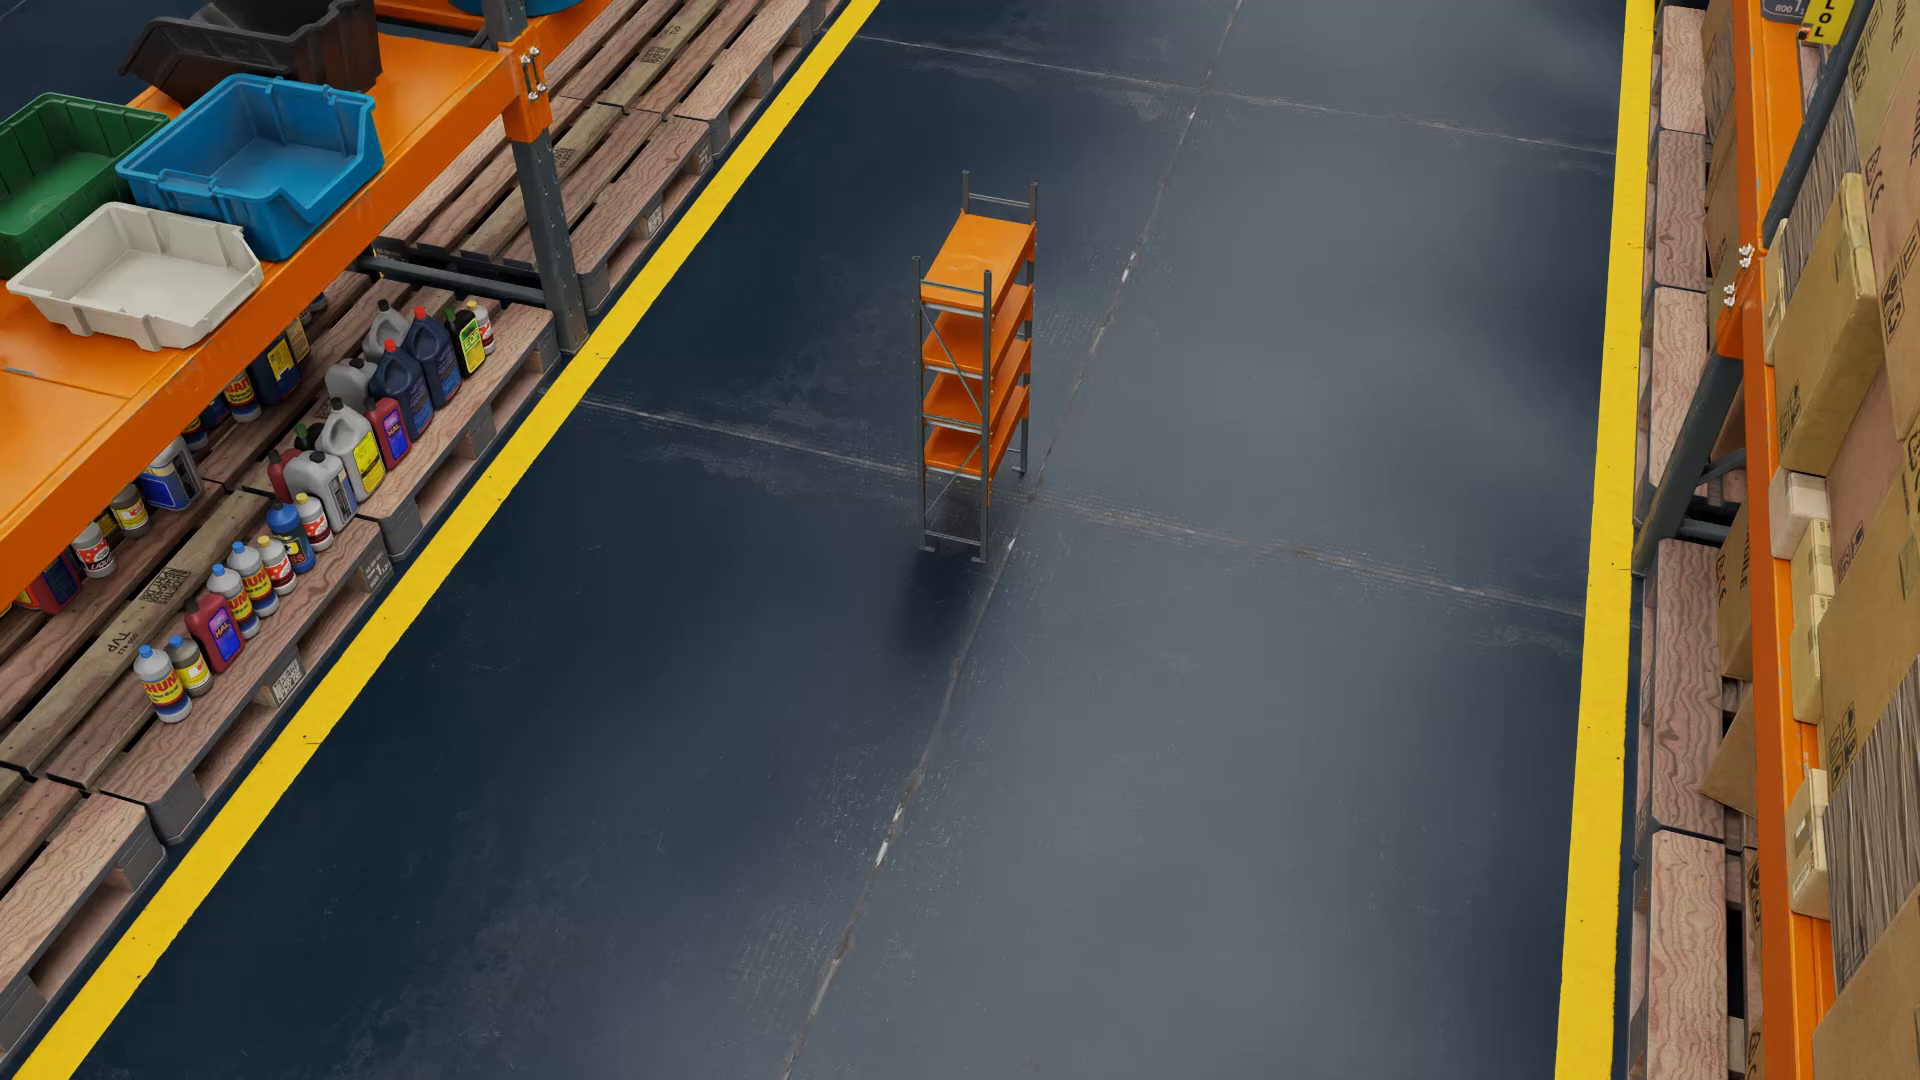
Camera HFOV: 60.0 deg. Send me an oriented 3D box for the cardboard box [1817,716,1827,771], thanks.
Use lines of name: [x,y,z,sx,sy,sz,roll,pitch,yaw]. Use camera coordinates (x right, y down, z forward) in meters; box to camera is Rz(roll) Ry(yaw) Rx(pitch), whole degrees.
cardboard box: [1.939,0.462,3.313,0.380,0.149,0.250,13,46,13]

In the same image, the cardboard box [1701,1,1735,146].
cardboard box: [3.636,-1.993,7.115,0.700,0.500,0.500,9,45,9]

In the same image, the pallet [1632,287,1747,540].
pallet: [2.999,-0.409,6.017,1.003,0.211,1.213,13,46,13]

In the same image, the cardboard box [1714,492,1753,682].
cardboard box: [2.605,0.115,4.974,0.500,0.500,0.500,11,45,11]

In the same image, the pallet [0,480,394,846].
pallet: [-2.567,0.316,5.276,1.003,0.211,1.213,13,46,13]

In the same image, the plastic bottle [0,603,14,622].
plastic bottle: [-3.011,0.146,5.084,0.061,0.283,0.133,14,46,13]

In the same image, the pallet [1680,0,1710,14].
pallet: [4.286,-3.065,8.732,1.003,0.211,1.213,13,46,13]

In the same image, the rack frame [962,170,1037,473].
rack frame: [0.124,-0.702,5.609,0.240,1.200,0.015,13,46,13]

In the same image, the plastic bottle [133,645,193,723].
plastic bottle: [-2.321,0.406,4.826,0.097,0.271,0.097,0,44,0]

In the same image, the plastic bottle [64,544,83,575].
plastic bottle: [-2.885,-0.024,5.263,0.152,0.276,0.135,11,46,11]

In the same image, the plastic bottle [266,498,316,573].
plastic bottle: [-2.126,-0.024,5.266,0.097,0.271,0.097,0,44,0]

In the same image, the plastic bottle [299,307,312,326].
plastic bottle: [-2.501,-0.905,6.216,0.097,0.201,0.097,0,44,0]

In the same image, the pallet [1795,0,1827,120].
pallet: [3.134,-1.296,5.067,1.003,0.211,1.213,13,46,13]

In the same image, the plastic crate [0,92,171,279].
plastic crate: [-2.636,-1.014,4.793,0.450,0.188,0.662,13,46,13]

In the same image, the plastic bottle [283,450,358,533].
plastic bottle: [-2.085,-0.178,5.420,0.152,0.276,0.135,13,46,13]

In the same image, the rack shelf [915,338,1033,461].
rack shelf: [0.050,-0.491,5.490,0.258,0.148,0.480,13,46,13]

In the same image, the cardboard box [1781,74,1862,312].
cardboard box: [2.569,-0.741,4.079,0.875,0.500,0.500,13,46,13]

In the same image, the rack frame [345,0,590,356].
rack frame: [-1.956,-1.935,5.583,1.000,3.000,0.127,13,46,13]

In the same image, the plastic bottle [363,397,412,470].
plastic bottle: [-1.944,-0.386,5.627,0.061,0.283,0.133,15,46,15]

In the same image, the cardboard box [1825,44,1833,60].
cardboard box: [3.138,-1.751,4.665,1.000,1.000,1.000,13,46,13]

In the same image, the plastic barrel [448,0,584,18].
plastic barrel: [-1.550,-2.308,5.605,0.600,0.901,0.708,13,46,13]

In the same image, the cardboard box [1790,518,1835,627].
cardboard box: [2.057,0.122,3.661,0.380,0.149,0.250,13,46,13]

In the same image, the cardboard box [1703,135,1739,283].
cardboard box: [3.302,-1.242,6.347,0.700,0.500,0.500,9,45,9]

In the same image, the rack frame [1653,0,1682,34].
rack frame: [3.976,-3.552,7.236,1.000,3.000,0.127,13,46,13]

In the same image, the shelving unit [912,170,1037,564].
shelving unit: [0.050,-0.539,5.443,0.258,1.200,0.503,13,46,13]

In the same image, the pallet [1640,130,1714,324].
pallet: [3.366,-1.225,6.851,1.003,0.211,1.213,13,46,13]

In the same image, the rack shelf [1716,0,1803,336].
rack shelf: [3.370,-1.962,6.125,1.077,0.370,4.000,13,46,13]

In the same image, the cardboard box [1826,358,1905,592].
cardboard box: [2.329,-0.061,3.383,0.875,0.500,0.500,13,46,13]

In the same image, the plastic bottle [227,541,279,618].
plastic bottle: [-2.187,0.111,5.128,0.097,0.271,0.097,0,44,0]

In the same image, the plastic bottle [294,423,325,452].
plastic bottle: [-2.138,-0.293,5.532,0.061,0.283,0.133,13,46,13]

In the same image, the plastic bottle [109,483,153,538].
plastic bottle: [-2.710,-0.113,5.407,0.097,0.201,0.097,0,44,0]

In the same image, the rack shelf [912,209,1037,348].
rack shelf: [0.050,-0.820,5.168,0.258,0.148,0.480,13,46,13]

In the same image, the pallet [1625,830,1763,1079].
pallet: [2.227,1.382,4.187,1.003,0.211,1.213,13,46,13]

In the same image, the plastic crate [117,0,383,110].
plastic crate: [-2.236,-1.591,5.276,0.767,0.338,0.504,13,46,13]

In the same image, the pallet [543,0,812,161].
pallet: [-1.388,-2.286,7.935,1.003,0.211,1.213,13,46,13]

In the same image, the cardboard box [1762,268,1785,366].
cardboard box: [2.324,-0.553,4.350,0.380,0.149,0.250,13,46,13]

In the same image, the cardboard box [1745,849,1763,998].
cardboard box: [2.326,0.929,4.143,0.500,0.500,0.500,9,45,9]

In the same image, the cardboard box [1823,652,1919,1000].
cardboard box: [1.975,0.594,2.714,0.875,0.500,0.500,13,46,13]

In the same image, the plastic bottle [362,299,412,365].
plastic bottle: [-2.014,-0.686,5.886,0.144,0.351,0.185,13,46,13]

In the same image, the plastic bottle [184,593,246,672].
plastic bottle: [-2.235,0.255,4.972,0.061,0.283,0.133,13,46,13]

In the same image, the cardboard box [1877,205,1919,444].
cardboard box: [2.084,-0.473,3.089,0.500,0.500,0.500,13,46,13]

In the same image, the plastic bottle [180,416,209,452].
plastic bottle: [-2.662,-0.435,5.686,0.097,0.271,0.097,0,44,0]

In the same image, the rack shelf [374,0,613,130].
rack shelf: [-1.350,-3.011,7.197,1.077,0.370,4.000,13,46,13]

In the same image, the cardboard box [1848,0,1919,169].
cardboard box: [2.386,-1.139,3.771,0.500,0.500,0.500,13,46,13]

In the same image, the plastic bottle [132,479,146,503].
plastic bottle: [-2.782,-0.286,5.477,0.144,0.351,0.185,12,46,12]

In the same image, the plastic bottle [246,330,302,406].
plastic bottle: [-2.459,-0.665,5.864,0.144,0.351,0.185,13,46,13]

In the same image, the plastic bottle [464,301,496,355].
plastic bottle: [-1.769,-0.784,6.093,0.097,0.201,0.097,0,44,0]

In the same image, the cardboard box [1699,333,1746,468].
cardboard box: [2.971,-0.555,5.645,0.700,0.500,0.500,9,45,9]

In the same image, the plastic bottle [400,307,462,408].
plastic bottle: [-1.876,-0.655,5.854,0.144,0.351,0.185,11,46,11]
